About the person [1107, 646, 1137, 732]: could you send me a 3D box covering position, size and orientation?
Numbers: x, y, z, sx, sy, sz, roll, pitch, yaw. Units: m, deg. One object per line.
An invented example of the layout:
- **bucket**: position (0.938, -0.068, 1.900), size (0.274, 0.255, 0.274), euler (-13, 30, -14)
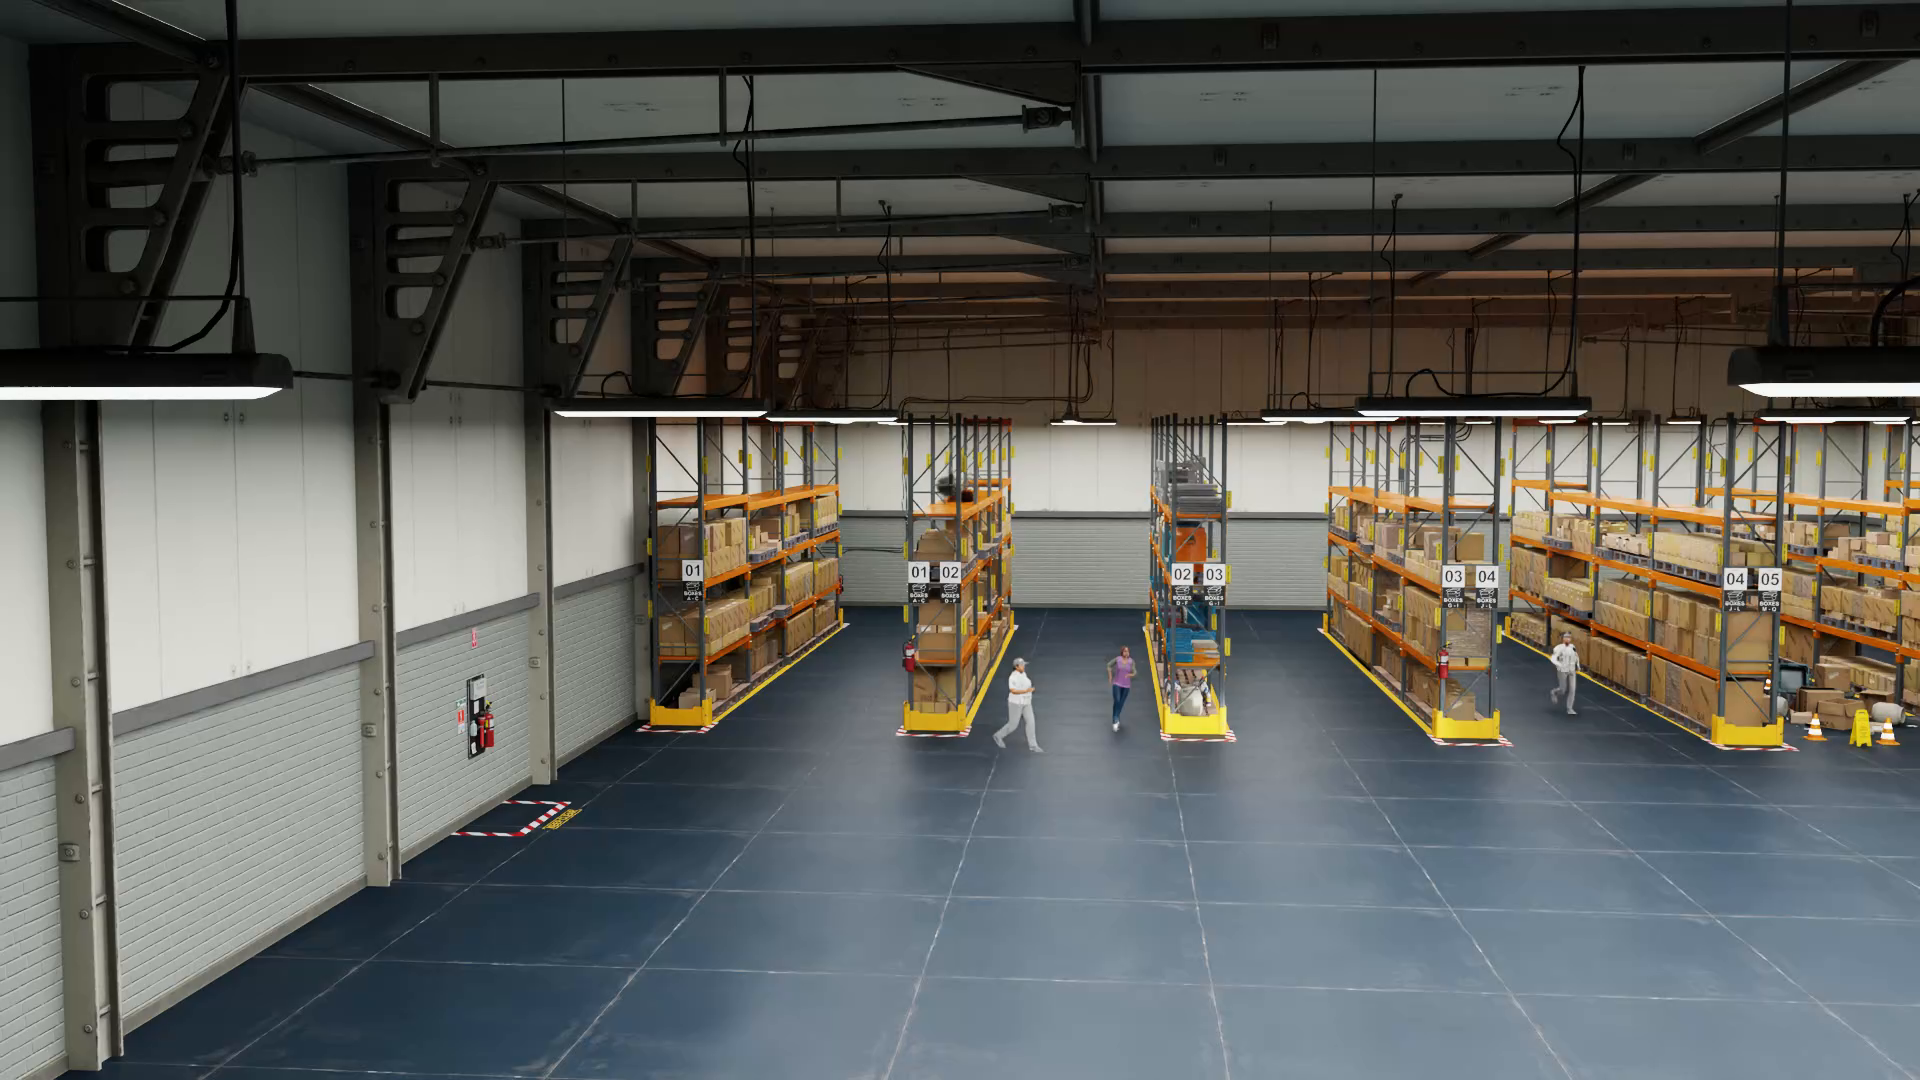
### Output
- **person**: position (3.089, 2.812, 31.714), size (0.539, 1.627, 0.740), euler (0, 4, -6)

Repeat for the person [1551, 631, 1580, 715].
- **person**: position (12.211, 2.644, 33.460), size (0.632, 1.661, 0.862), euler (0, 4, -6)

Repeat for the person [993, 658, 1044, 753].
- **person**: position (1.044, 2.901, 29.326), size (0.941, 1.651, 0.607), euler (2, 5, 32)
